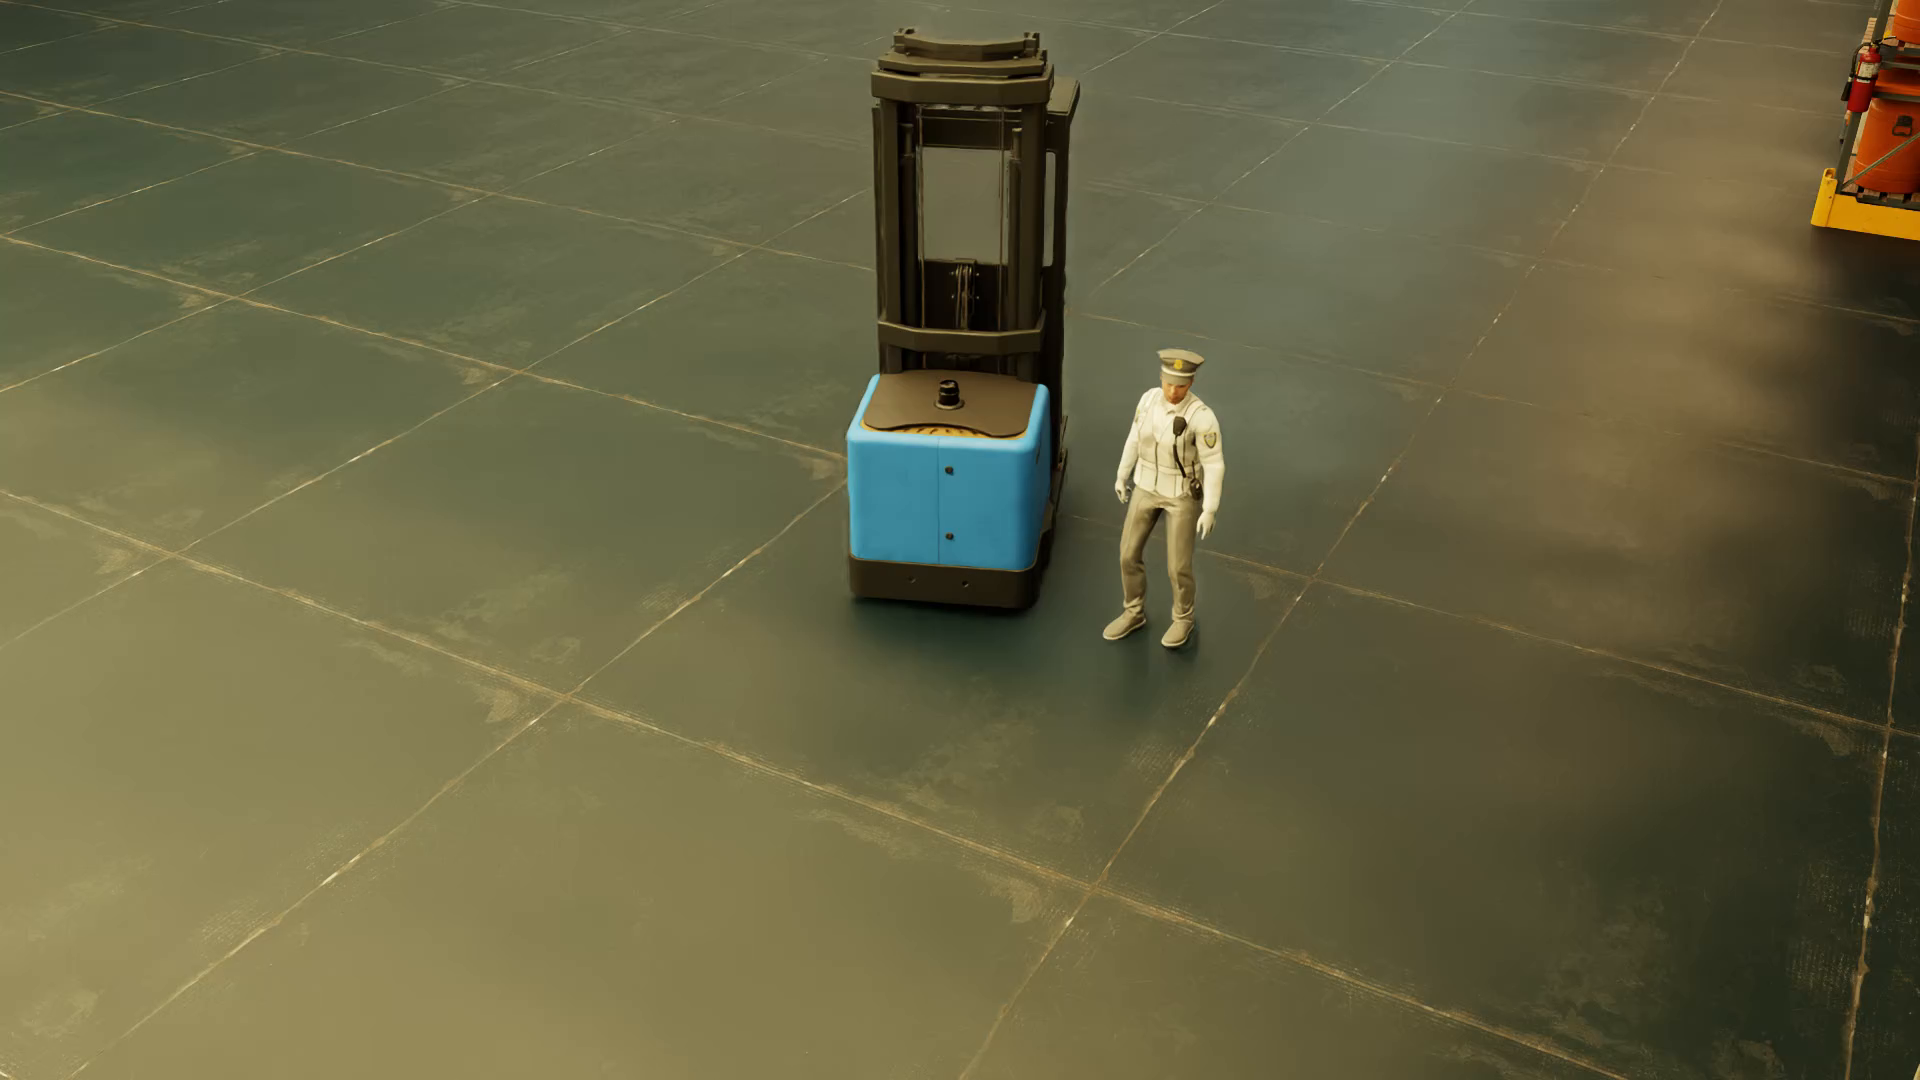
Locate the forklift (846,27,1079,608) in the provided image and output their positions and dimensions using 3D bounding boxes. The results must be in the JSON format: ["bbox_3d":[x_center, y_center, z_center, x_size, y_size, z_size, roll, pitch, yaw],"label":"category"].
[{"bbox_3d":[0.095,-1.608,9.856,1.130,2.935,3.031,4,30,7],"label":"forklift"}]

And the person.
[{"bbox_3d":[1.063,-0.212,8.714,0.653,1.666,0.456,20,36,31],"label":"person"}]
